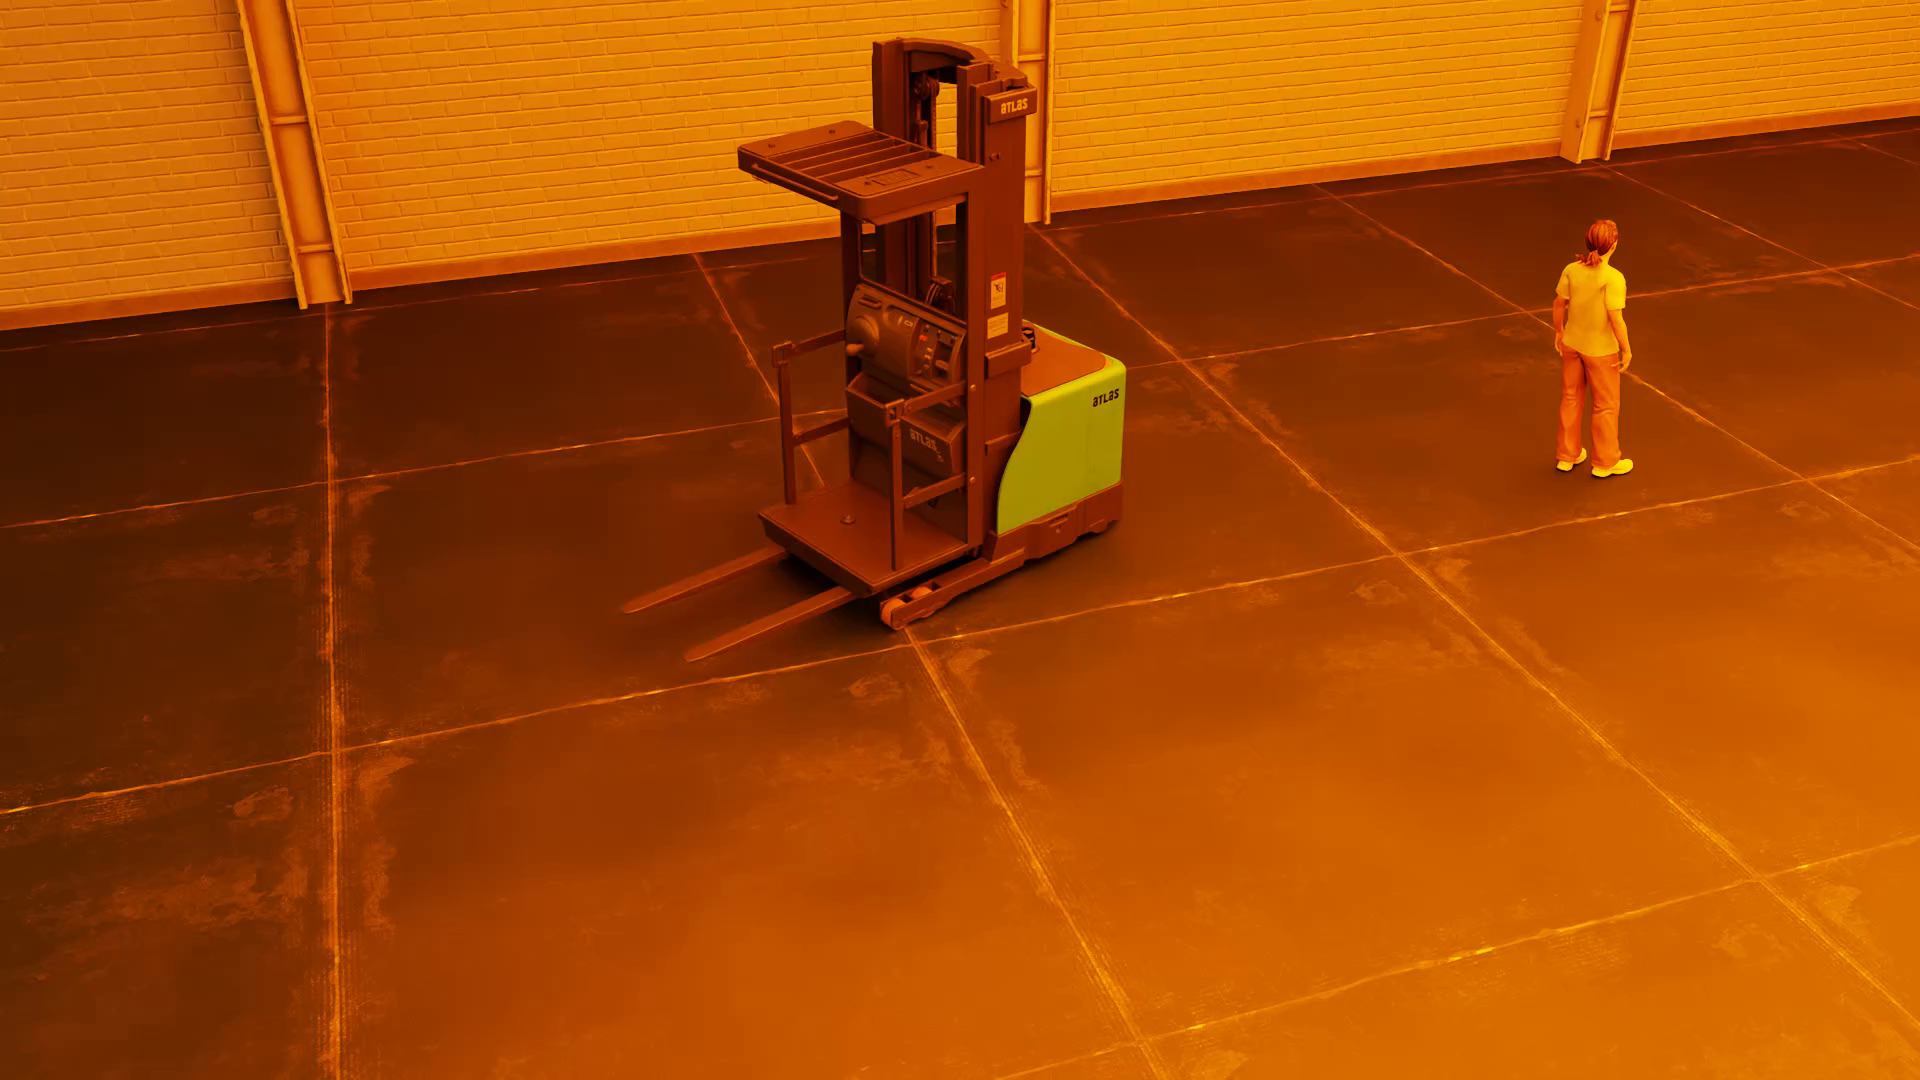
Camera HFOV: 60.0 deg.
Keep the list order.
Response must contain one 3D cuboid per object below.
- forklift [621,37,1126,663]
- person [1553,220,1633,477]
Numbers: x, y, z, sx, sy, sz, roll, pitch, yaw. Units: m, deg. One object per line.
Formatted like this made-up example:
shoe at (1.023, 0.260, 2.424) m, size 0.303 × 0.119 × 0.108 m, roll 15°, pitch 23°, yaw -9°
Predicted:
forklift at (-0.461, -1.072, 8.951) m, size 3.031 × 2.935 × 1.130 m, roll -23°, pitch 37°, yaw -34°
person at (4.004, -1.215, 10.442) m, size 0.548 × 1.674 × 0.553 m, roll -19°, pitch 35°, yaw -30°
